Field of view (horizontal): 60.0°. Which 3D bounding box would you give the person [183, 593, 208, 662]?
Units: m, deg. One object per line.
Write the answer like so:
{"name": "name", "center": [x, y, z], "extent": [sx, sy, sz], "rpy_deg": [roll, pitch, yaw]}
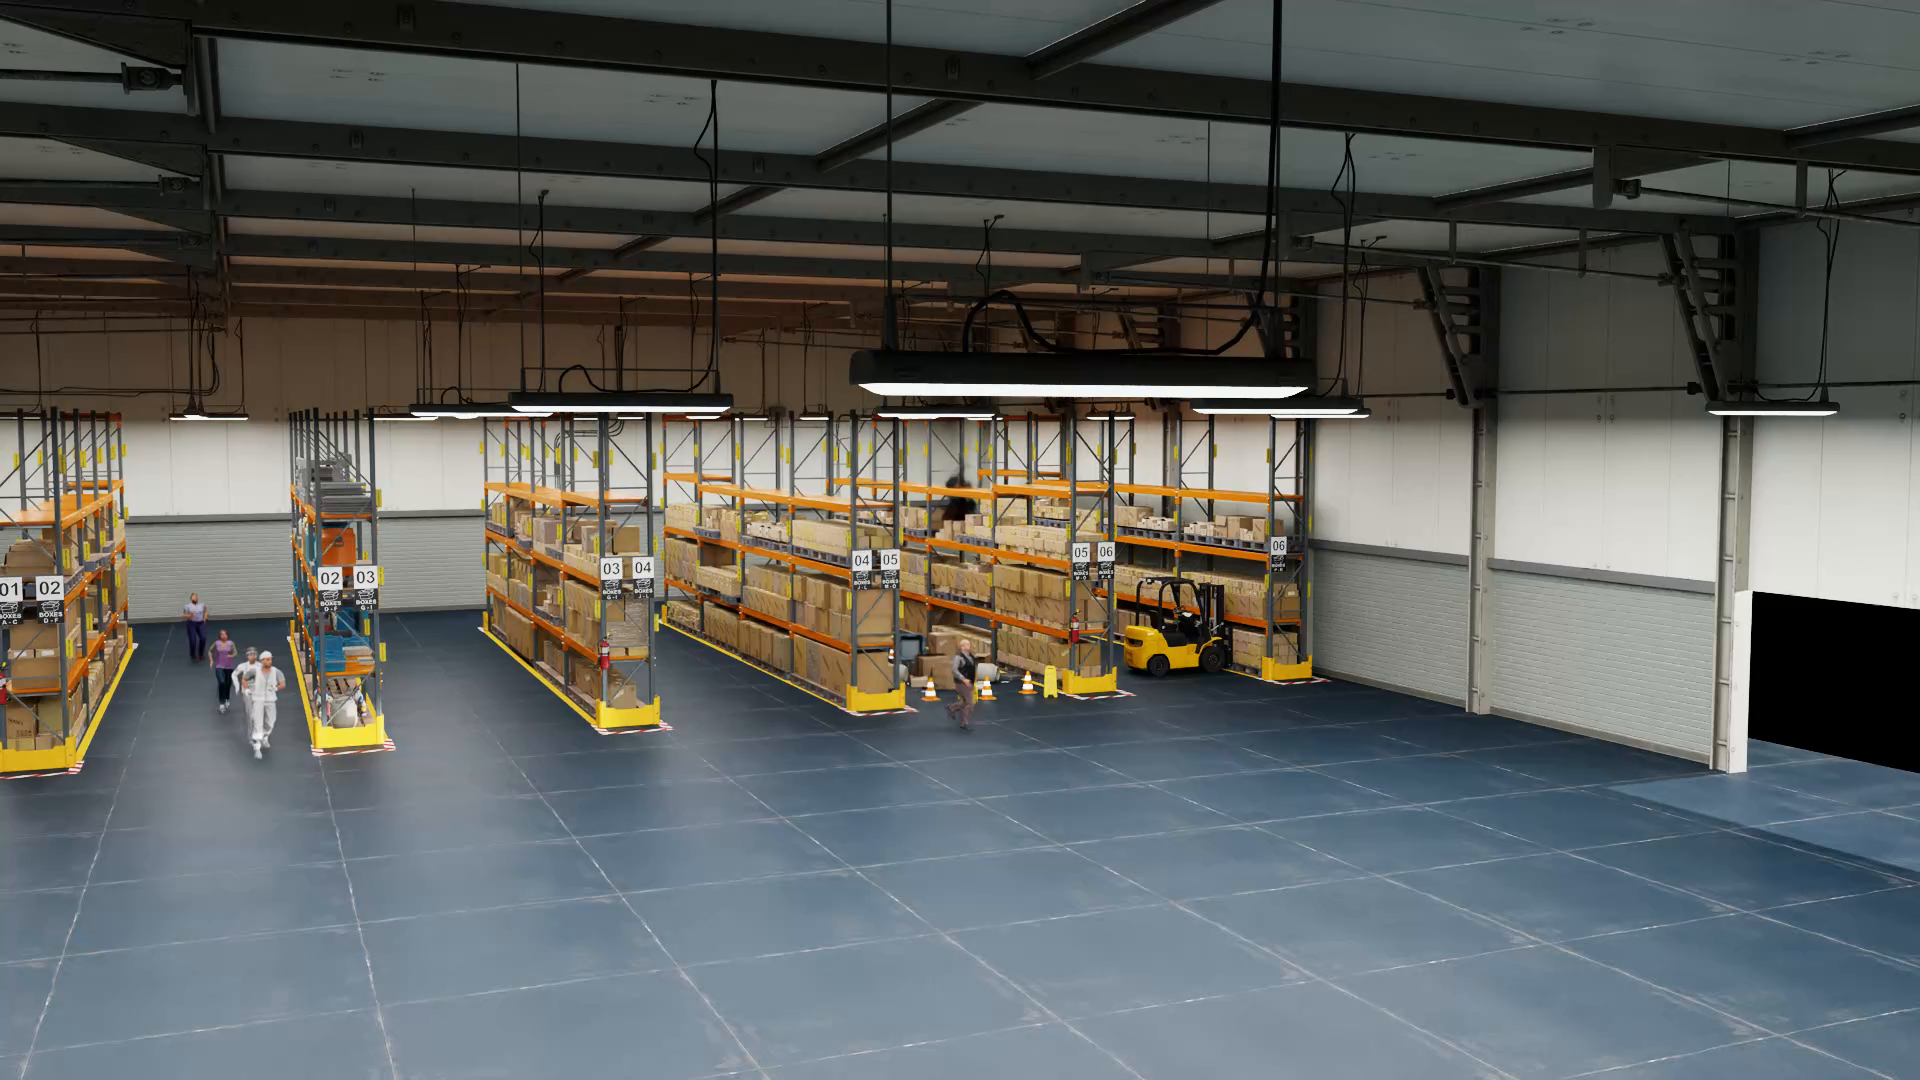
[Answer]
{"name": "person", "center": [-18.380, 2.113, 40.027], "extent": [0.583, 1.681, 0.660], "rpy_deg": [-3, 5, -33]}

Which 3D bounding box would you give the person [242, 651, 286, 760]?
{"name": "person", "center": [-12.006, 2.813, 28.772], "extent": [0.674, 1.777, 1.008], "rpy_deg": [-3, 5, -37]}

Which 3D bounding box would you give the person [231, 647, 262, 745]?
{"name": "person", "center": [-12.695, 2.771, 29.849], "extent": [0.593, 1.727, 0.837], "rpy_deg": [-3, 5, -37]}

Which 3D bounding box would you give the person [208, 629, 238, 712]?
{"name": "person", "center": [-14.703, 2.609, 33.214], "extent": [0.504, 1.619, 0.711], "rpy_deg": [-3, 5, -34]}

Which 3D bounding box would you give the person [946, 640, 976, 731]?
{"name": "person", "center": [0.015, 2.702, 31.194], "extent": [0.651, 1.706, 0.668], "rpy_deg": [2, 5, 29]}
